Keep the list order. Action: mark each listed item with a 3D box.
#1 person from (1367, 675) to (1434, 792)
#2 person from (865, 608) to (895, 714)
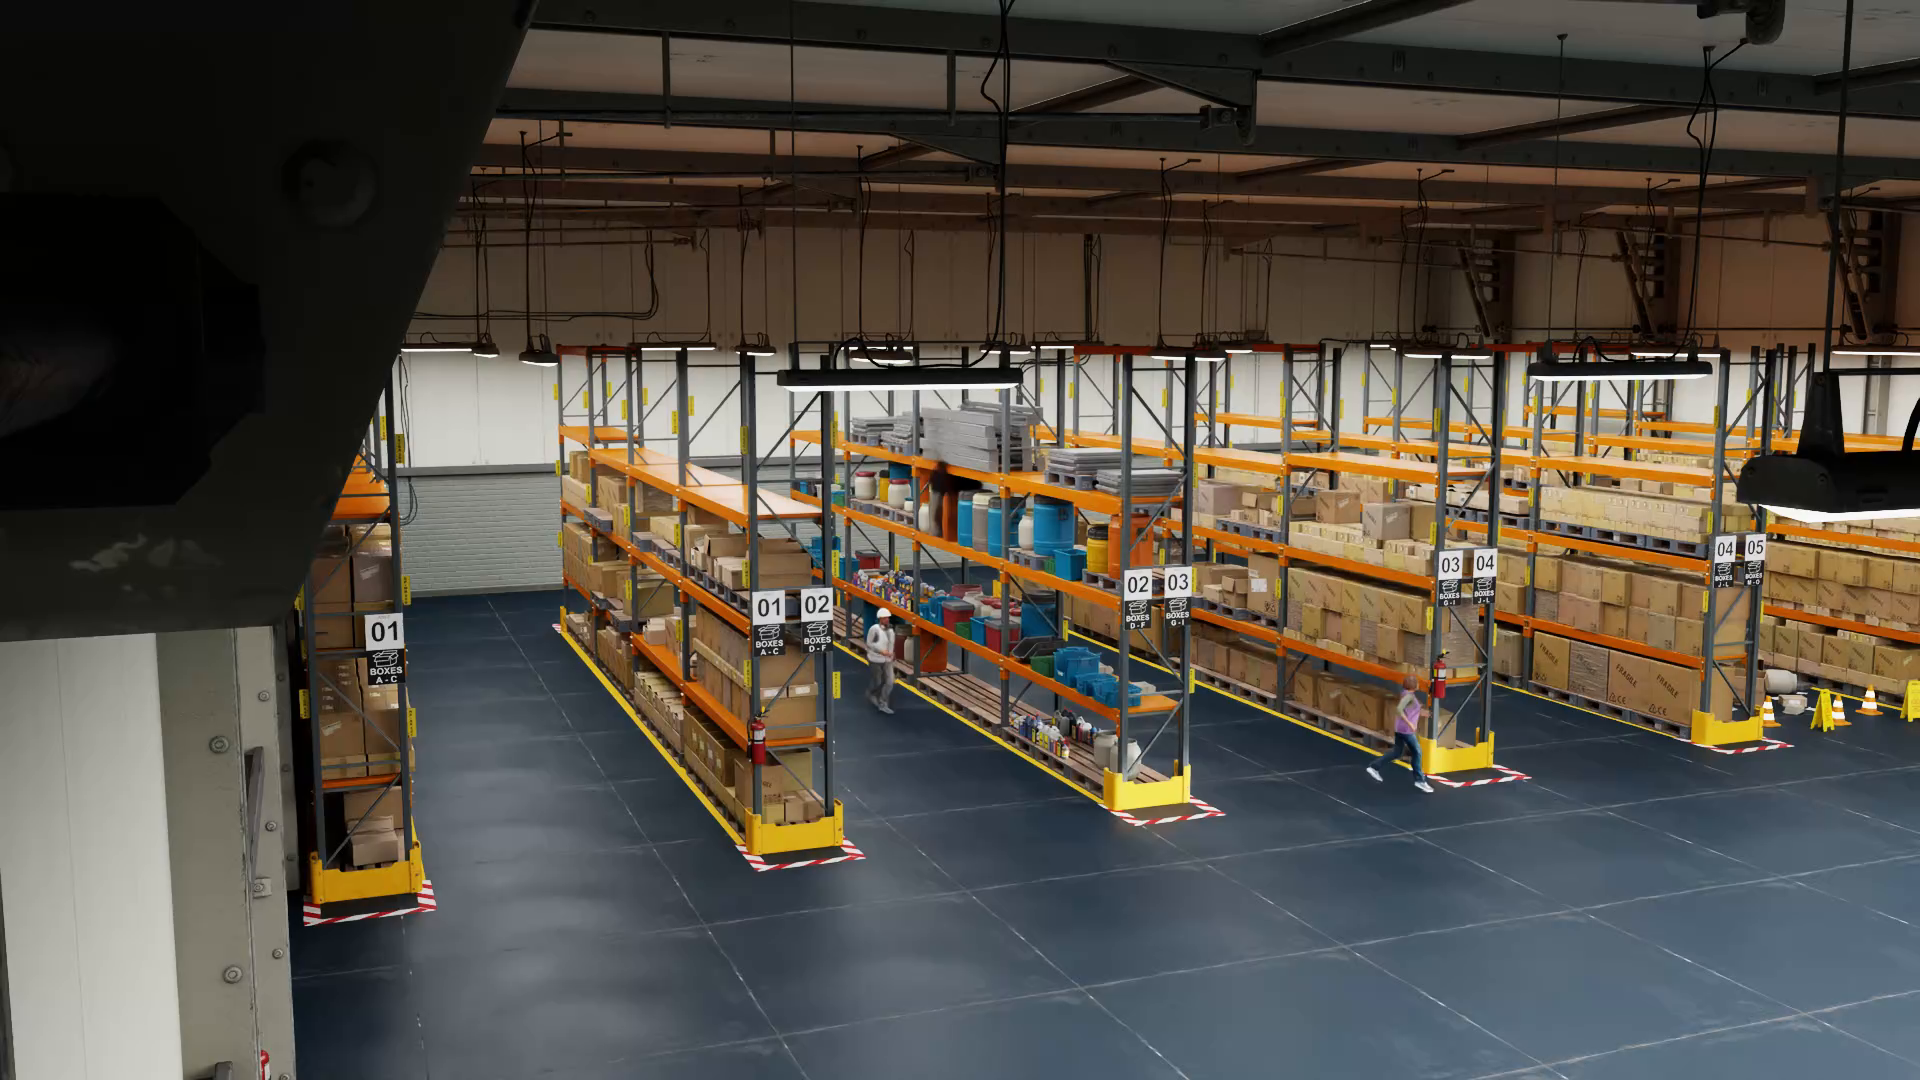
[{"bbox_3d":[6.071,2.648,22.815,0.879,1.609,0.563,1,7,4],"label":"person"},{"bbox_3d":[-1.365,1.967,27.553,0.635,1.749,0.830,-6,9,-37],"label":"person"}]
